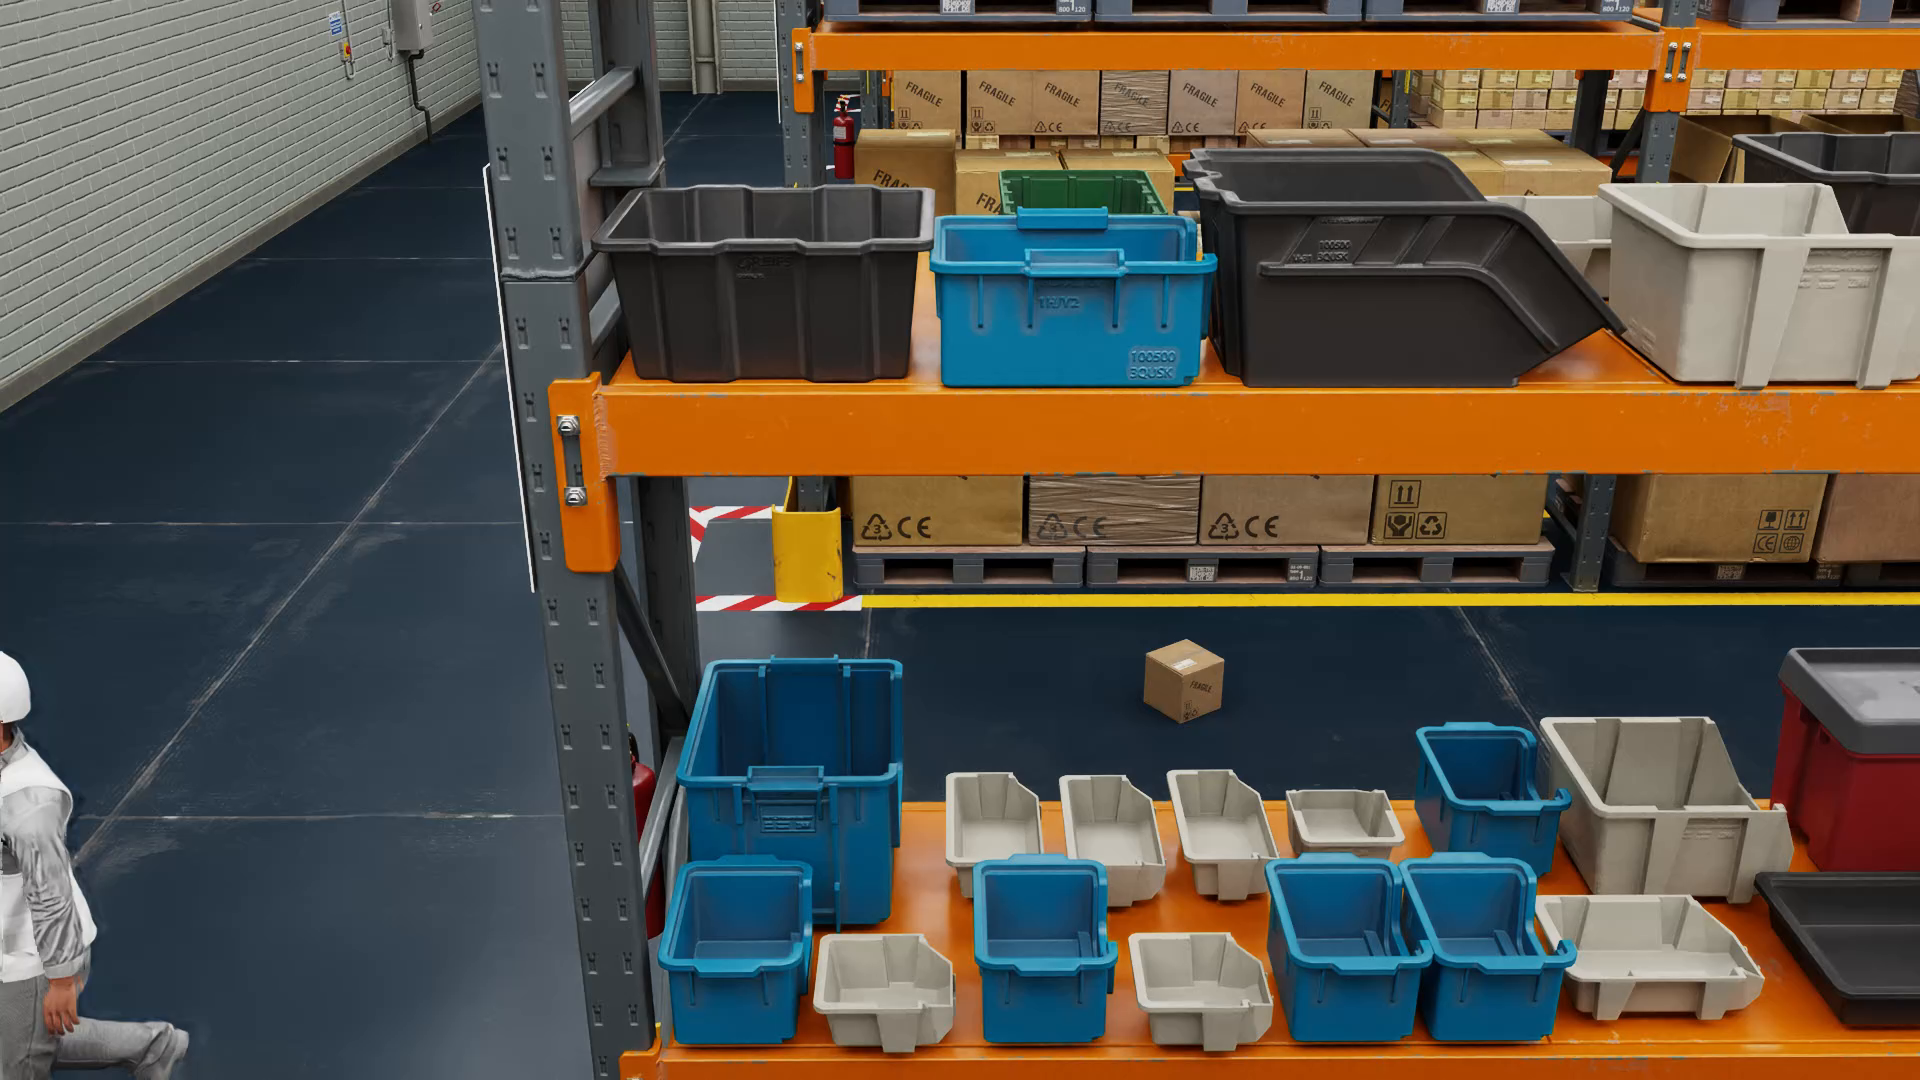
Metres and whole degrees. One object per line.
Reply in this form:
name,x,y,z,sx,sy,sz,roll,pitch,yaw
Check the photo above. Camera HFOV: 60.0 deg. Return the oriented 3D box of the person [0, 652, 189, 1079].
person,-2.560,1.089,4.584,0.696,1.756,0.542,-21,32,-39
